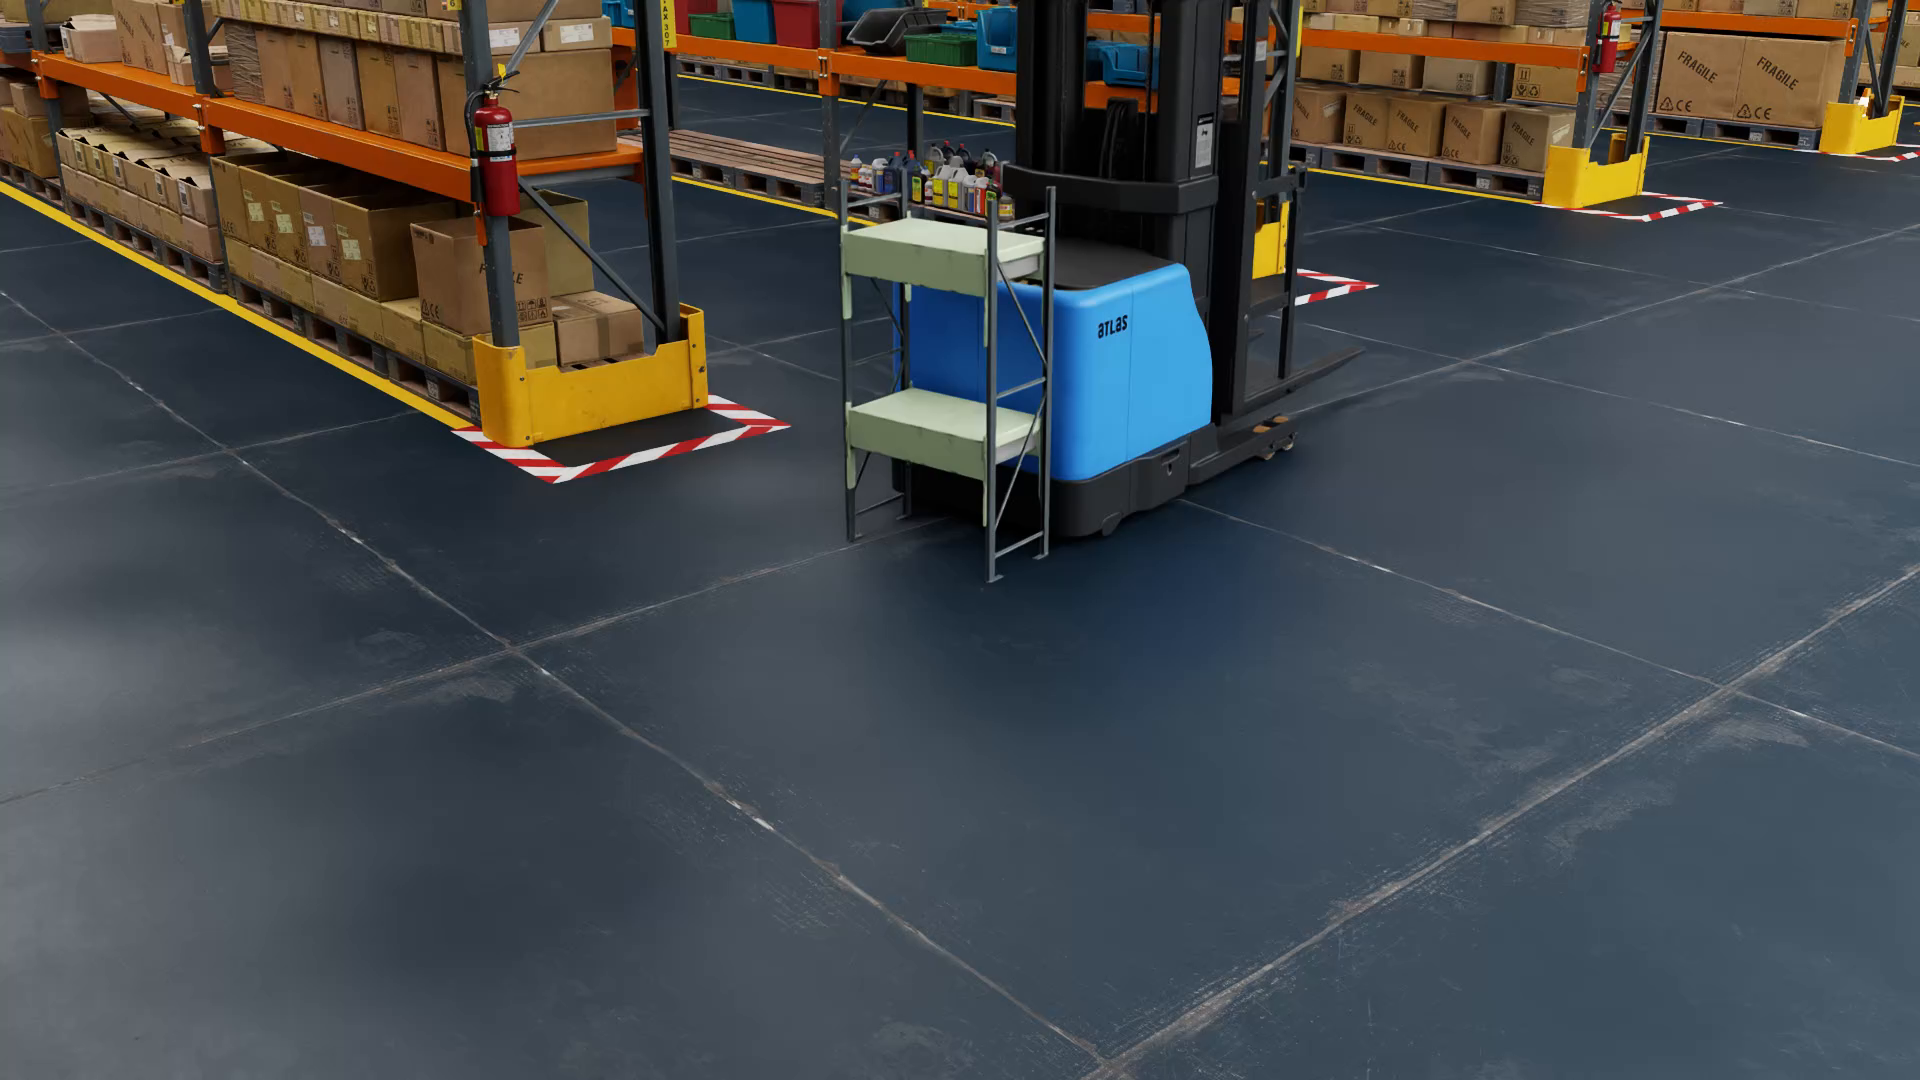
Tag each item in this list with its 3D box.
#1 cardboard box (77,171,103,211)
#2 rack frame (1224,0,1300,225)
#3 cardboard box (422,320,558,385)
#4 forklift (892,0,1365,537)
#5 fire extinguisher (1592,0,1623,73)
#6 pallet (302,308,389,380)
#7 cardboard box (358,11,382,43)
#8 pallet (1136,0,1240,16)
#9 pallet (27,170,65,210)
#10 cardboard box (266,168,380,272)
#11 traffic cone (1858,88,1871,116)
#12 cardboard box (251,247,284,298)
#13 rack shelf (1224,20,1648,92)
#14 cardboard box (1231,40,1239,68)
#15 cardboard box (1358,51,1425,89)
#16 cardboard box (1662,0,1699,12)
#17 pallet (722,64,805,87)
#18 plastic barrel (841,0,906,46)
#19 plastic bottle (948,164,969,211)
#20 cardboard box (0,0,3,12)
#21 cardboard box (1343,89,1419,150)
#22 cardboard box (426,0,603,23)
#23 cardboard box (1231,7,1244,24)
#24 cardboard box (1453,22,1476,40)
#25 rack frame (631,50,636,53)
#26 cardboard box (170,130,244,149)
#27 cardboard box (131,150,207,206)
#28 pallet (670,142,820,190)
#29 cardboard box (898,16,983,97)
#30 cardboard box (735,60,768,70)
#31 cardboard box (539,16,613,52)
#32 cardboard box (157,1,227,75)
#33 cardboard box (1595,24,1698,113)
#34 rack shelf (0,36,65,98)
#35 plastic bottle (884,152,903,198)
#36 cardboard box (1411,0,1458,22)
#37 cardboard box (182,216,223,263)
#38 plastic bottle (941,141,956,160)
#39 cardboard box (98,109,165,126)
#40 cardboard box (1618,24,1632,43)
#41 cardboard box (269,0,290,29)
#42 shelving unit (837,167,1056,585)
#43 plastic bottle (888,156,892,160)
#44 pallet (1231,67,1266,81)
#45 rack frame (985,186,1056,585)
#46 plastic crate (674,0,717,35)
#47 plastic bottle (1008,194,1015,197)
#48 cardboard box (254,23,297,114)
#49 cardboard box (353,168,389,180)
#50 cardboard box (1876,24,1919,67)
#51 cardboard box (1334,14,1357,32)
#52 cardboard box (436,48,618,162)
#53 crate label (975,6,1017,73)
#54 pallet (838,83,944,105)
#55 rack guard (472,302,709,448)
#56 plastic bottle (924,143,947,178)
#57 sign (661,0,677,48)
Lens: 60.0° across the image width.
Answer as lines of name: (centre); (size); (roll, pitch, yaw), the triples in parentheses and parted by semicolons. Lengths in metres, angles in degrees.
cardboard box: (-6.653, -2.803, 13.222); (0.500, 0.250, 0.500); (-18, 28, -39)
rack frame: (1.876, -3.209, 11.063); (1.000, 3.000, 0.127); (-17, 27, -37)
cardboard box: (-2.453, -1.024, 8.679); (0.500, 0.250, 0.500); (-17, 27, -37)
forklift: (1.004, -1.845, 7.675); (1.130, 2.935, 3.031); (16, 27, 35)
fire extinguisher: (5.354, -4.210, 13.727); (0.296, 0.674, 0.183); (-17, 27, -37)
pallet: (-3.202, -1.270, 9.938); (1.003, 0.211, 1.213); (-17, 27, -37)
cardboard box: (-2.946, -2.724, 8.800); (0.380, 0.149, 0.250); (-16, 27, -36)
pallet: (2.629, -5.649, 17.558); (1.003, 0.211, 1.213); (-17, 27, -37)
pallet: (-7.560, -3.158, 14.757); (1.003, 0.211, 1.213); (-17, 27, -37)
cardboard box: (-3.772, -1.921, 9.942); (0.500, 0.500, 0.500); (-17, 27, -37)
traffic cone: (10.181, -4.844, 18.717); (0.336, 0.463, 0.334); (-17, 27, -37)
cardboard box: (-4.094, -1.711, 10.435); (0.500, 0.250, 0.500); (-17, 27, -37)
rack shelf: (4.323, -4.605, 15.616); (1.077, 0.370, 4.000); (-17, 27, -37)
cardboard box: (3.602, -6.902, 23.345); (0.500, 0.500, 0.500); (-18, 27, -38)
cardboard box: (5.741, -6.211, 21.238); (1.050, 0.750, 0.750); (-17, 27, -37)
cardboard box: (8.152, -6.170, 18.419); (0.875, 0.550, 0.500); (-17, 27, -37)
pallet: (-2.642, -6.634, 23.631); (1.003, 0.211, 1.213); (-17, 27, -37)
plastic barrel: (-0.758, -4.726, 14.250); (0.600, 0.901, 0.708); (-17, 27, -37)
plastic bottle: (0.000, -2.743, 12.902); (0.144, 0.351, 0.185); (-16, 27, -35)
cardboard box: (-8.512, -5.115, 15.217); (0.500, 0.500, 0.700); (14, 25, 32)
cardboard box: (4.092, -4.095, 16.179); (0.500, 0.500, 0.500); (19, 29, 40)
cardboard box: (-2.208, -2.828, 8.175); (0.700, 0.500, 0.500); (-17, 27, -37)
cardboard box: (2.930, -5.245, 16.607); (0.380, 0.149, 0.250); (-17, 27, -37)
cardboard box: (4.638, -4.578, 14.904); (0.380, 0.149, 0.250); (-17, 27, -37)
rack frame: (-4.816, -8.808, 25.360); (1.000, 3.000, 0.127); (-17, 27, -37)
cardboard box: (-5.901, -3.049, 13.081); (0.500, 0.311, 0.500); (-18, 27, -38)
cardboard box: (-5.640, -2.636, 12.028); (0.500, 0.311, 0.500); (-18, 27, -38)
pallet: (-2.077, -3.560, 15.785); (1.003, 0.211, 1.213); (-17, 27, -37)
cardboard box: (-0.028, -6.000, 20.527); (1.225, 0.875, 0.875); (-19, 28, -40)
cardboard box: (-2.575, -7.111, 23.364); (0.875, 0.875, 0.875); (-17, 27, -37)
cardboard box: (-1.972, -2.539, 8.327); (0.380, 0.149, 0.250); (-18, 27, -38)
cardboard box: (-5.323, -3.544, 11.782); (0.500, 0.500, 0.500); (-15, 26, -34)
cardboard box: (7.790, -5.413, 19.030); (0.875, 0.875, 0.875); (-17, 27, -37)
rack shelf: (-8.406, -4.458, 15.241); (1.077, 0.370, 4.000); (-17, 27, -37)
plastic bottle: (-0.522, -2.963, 13.466); (0.144, 0.351, 0.185); (-17, 27, -36)
cardboard box: (4.579, -4.989, 15.065); (0.875, 0.500, 0.500); (-17, 27, -37)
cardboard box: (-4.980, -2.097, 11.418); (0.500, 0.250, 0.500); (-18, 28, -38)
plastic bottle: (-0.096, -3.176, 14.009); (0.144, 0.351, 0.185); (-18, 28, -39)
cardboard box: (-7.181, -3.476, 14.569); (0.500, 0.500, 0.500); (-16, 27, -35)
cardboard box: (5.623, -4.406, 14.466); (0.380, 0.149, 0.250); (-17, 27, -37)
cardboard box: (-3.794, -3.082, 9.713); (0.380, 0.149, 0.250); (-19, 28, -39)
shelving unit: (-0.057, -0.666, 6.626); (0.755, 1.500, 0.431); (16, 27, 35)
plastic bottle: (-0.547, -3.004, 13.663); (0.061, 0.283, 0.133); (-17, 27, -37)
pallet: (3.721, -6.669, 23.721); (1.003, 0.211, 1.213); (-17, 27, -37)
rack frame: (0.231, -0.583, 6.415); (0.023, 1.500, 0.400); (16, 27, 35)
plastic crate: (-2.523, -4.929, 15.369); (0.402, 0.464, 0.583); (-17, 27, -37)
plastic bottle: (0.441, -2.892, 13.489); (0.097, 0.201, 0.097); (0, 21, 0)
cardboard box: (-3.846, -2.917, 10.181); (0.700, 0.500, 0.500); (-18, 28, -38)
cardboard box: (-3.375, -2.046, 10.261); (0.500, 0.500, 0.500); (-17, 27, -37)
cardboard box: (12.072, -6.314, 21.158); (0.500, 0.500, 0.500); (-16, 27, -36)
cardboard box: (3.764, -4.905, 15.740); (0.380, 0.149, 0.250); (-17, 27, -37)
cardboard box: (-2.174, -2.209, 8.374); (0.700, 0.500, 0.500); (-17, 27, -37)
crate label: (0.470, -3.669, 12.191); (0.502, 0.435, 0.616); (-17, 27, -37)
pallet: (-0.843, -5.872, 21.688); (1.003, 0.211, 1.213); (-17, 27, -37)
rack guard: (-1.863, -0.860, 8.494); (1.175, 0.500, 0.348); (-17, 27, -37)
plastic bottle: (-0.205, -3.142, 13.921); (0.144, 0.351, 0.185); (-17, 27, -37)
sign: (-1.455, -2.601, 8.216); (0.100, 0.325, 0.005); (-17, 27, -37)
